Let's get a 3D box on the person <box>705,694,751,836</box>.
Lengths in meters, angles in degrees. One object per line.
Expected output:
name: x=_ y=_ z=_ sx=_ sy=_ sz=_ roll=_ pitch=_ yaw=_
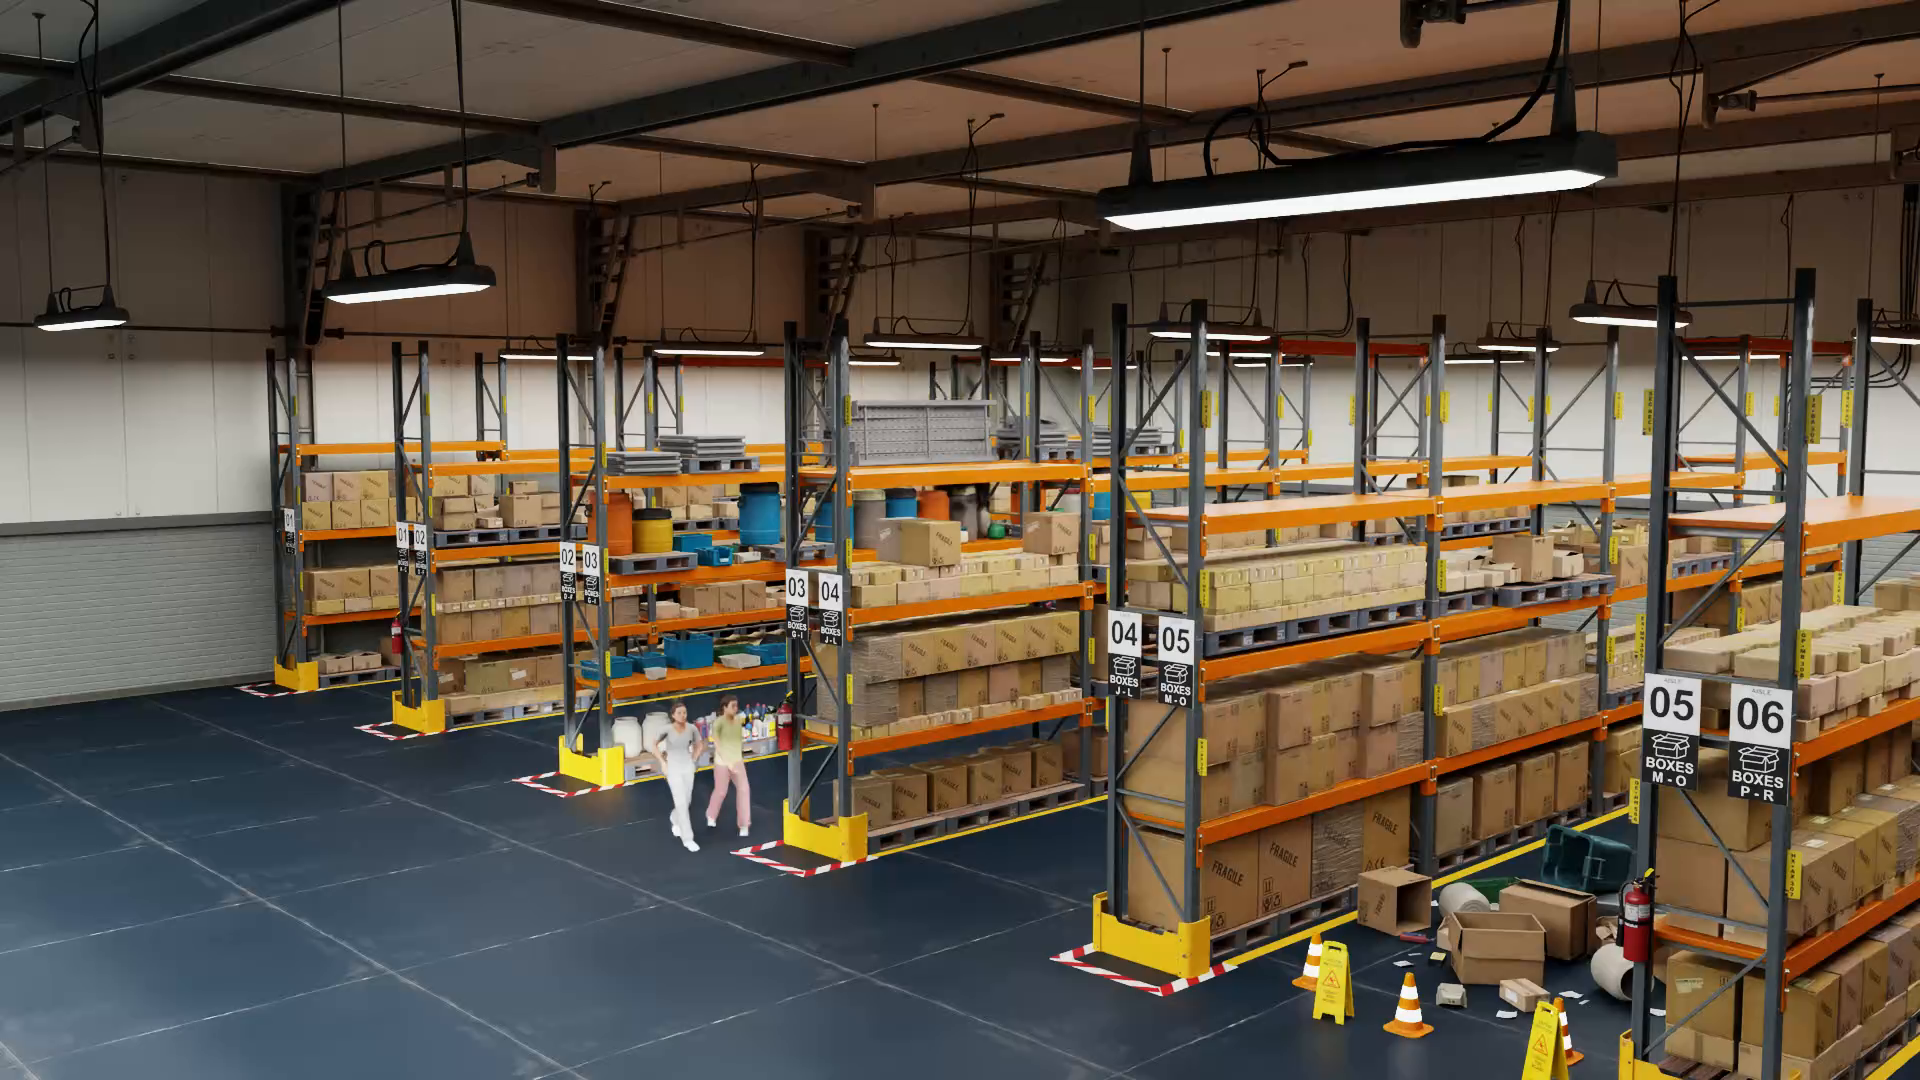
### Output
person: x=-2.722 y=2.642 z=19.748 sx=0.456 sy=1.624 sz=0.880 roll=-4 pitch=7 yaw=-42

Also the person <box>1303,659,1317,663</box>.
person: x=4.814 y=2.361 z=22.650 sx=0.654 sy=1.704 sz=0.880 roll=4 pitch=6 yaw=39

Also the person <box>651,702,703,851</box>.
person: x=-3.221 y=2.667 z=19.076 sx=0.573 sy=1.656 sz=0.899 roll=-3 pitch=6 yaw=-27
